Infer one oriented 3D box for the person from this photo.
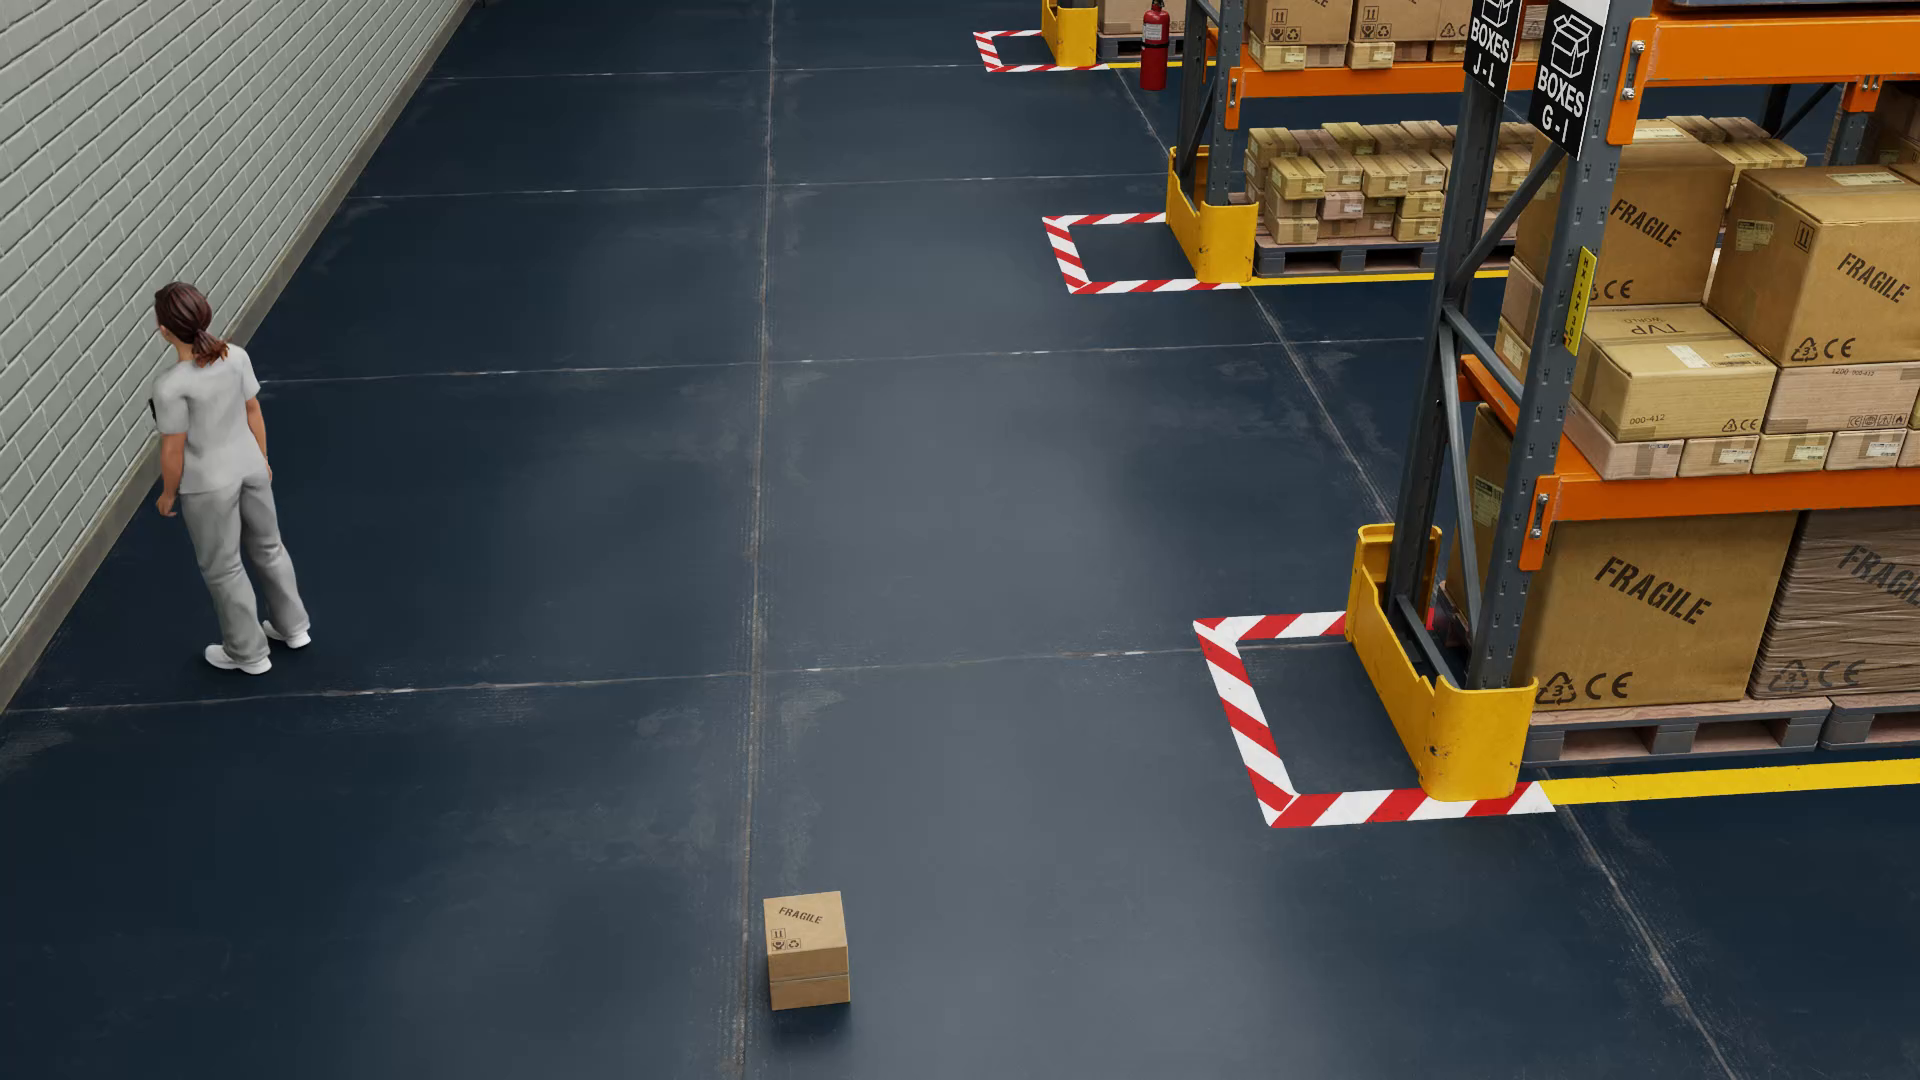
[{"bbox_3d":[-2.894,-0.215,6.499,0.428,1.692,0.444,15,34,22],"label":"person"}]
